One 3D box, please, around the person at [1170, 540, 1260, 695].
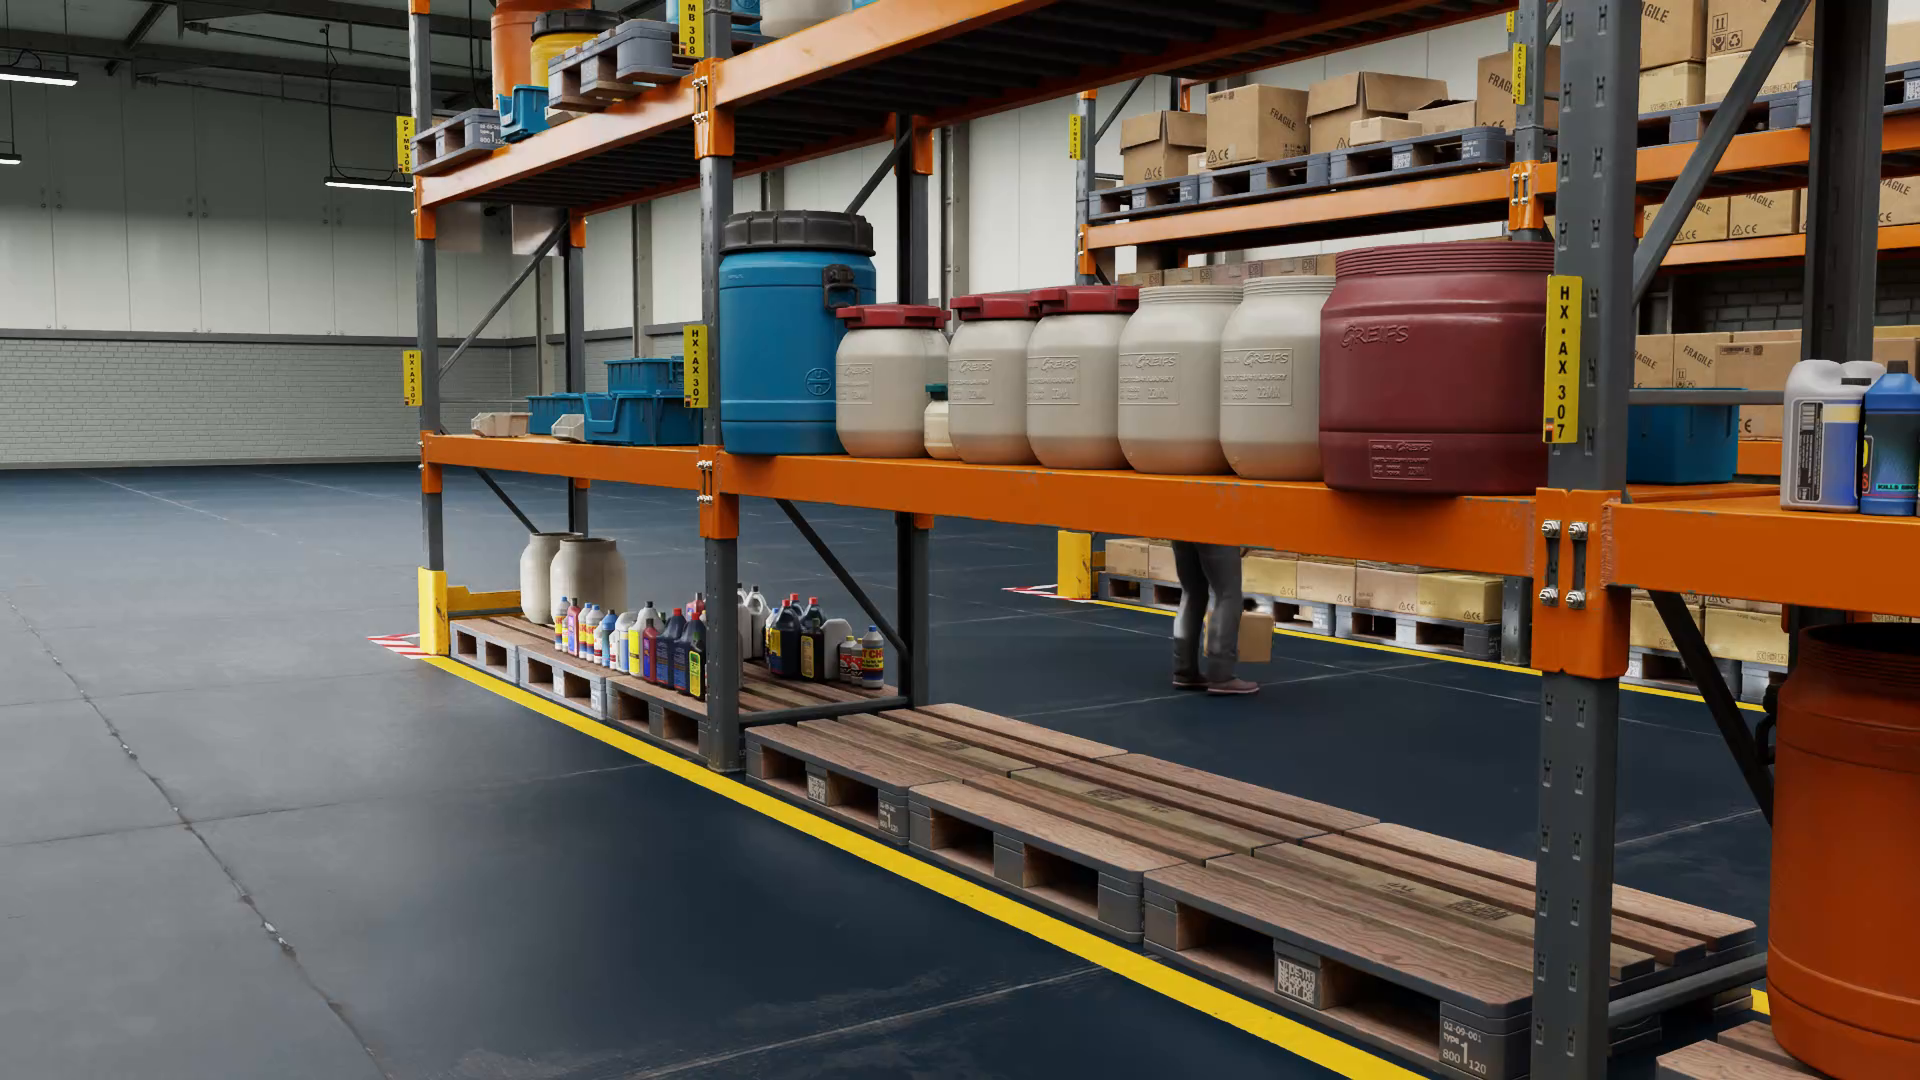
[{"bbox_3d":[1.287,-0.035,8.607,0.344,1.642,0.500,-3,6,-35],"label":"person"}]
